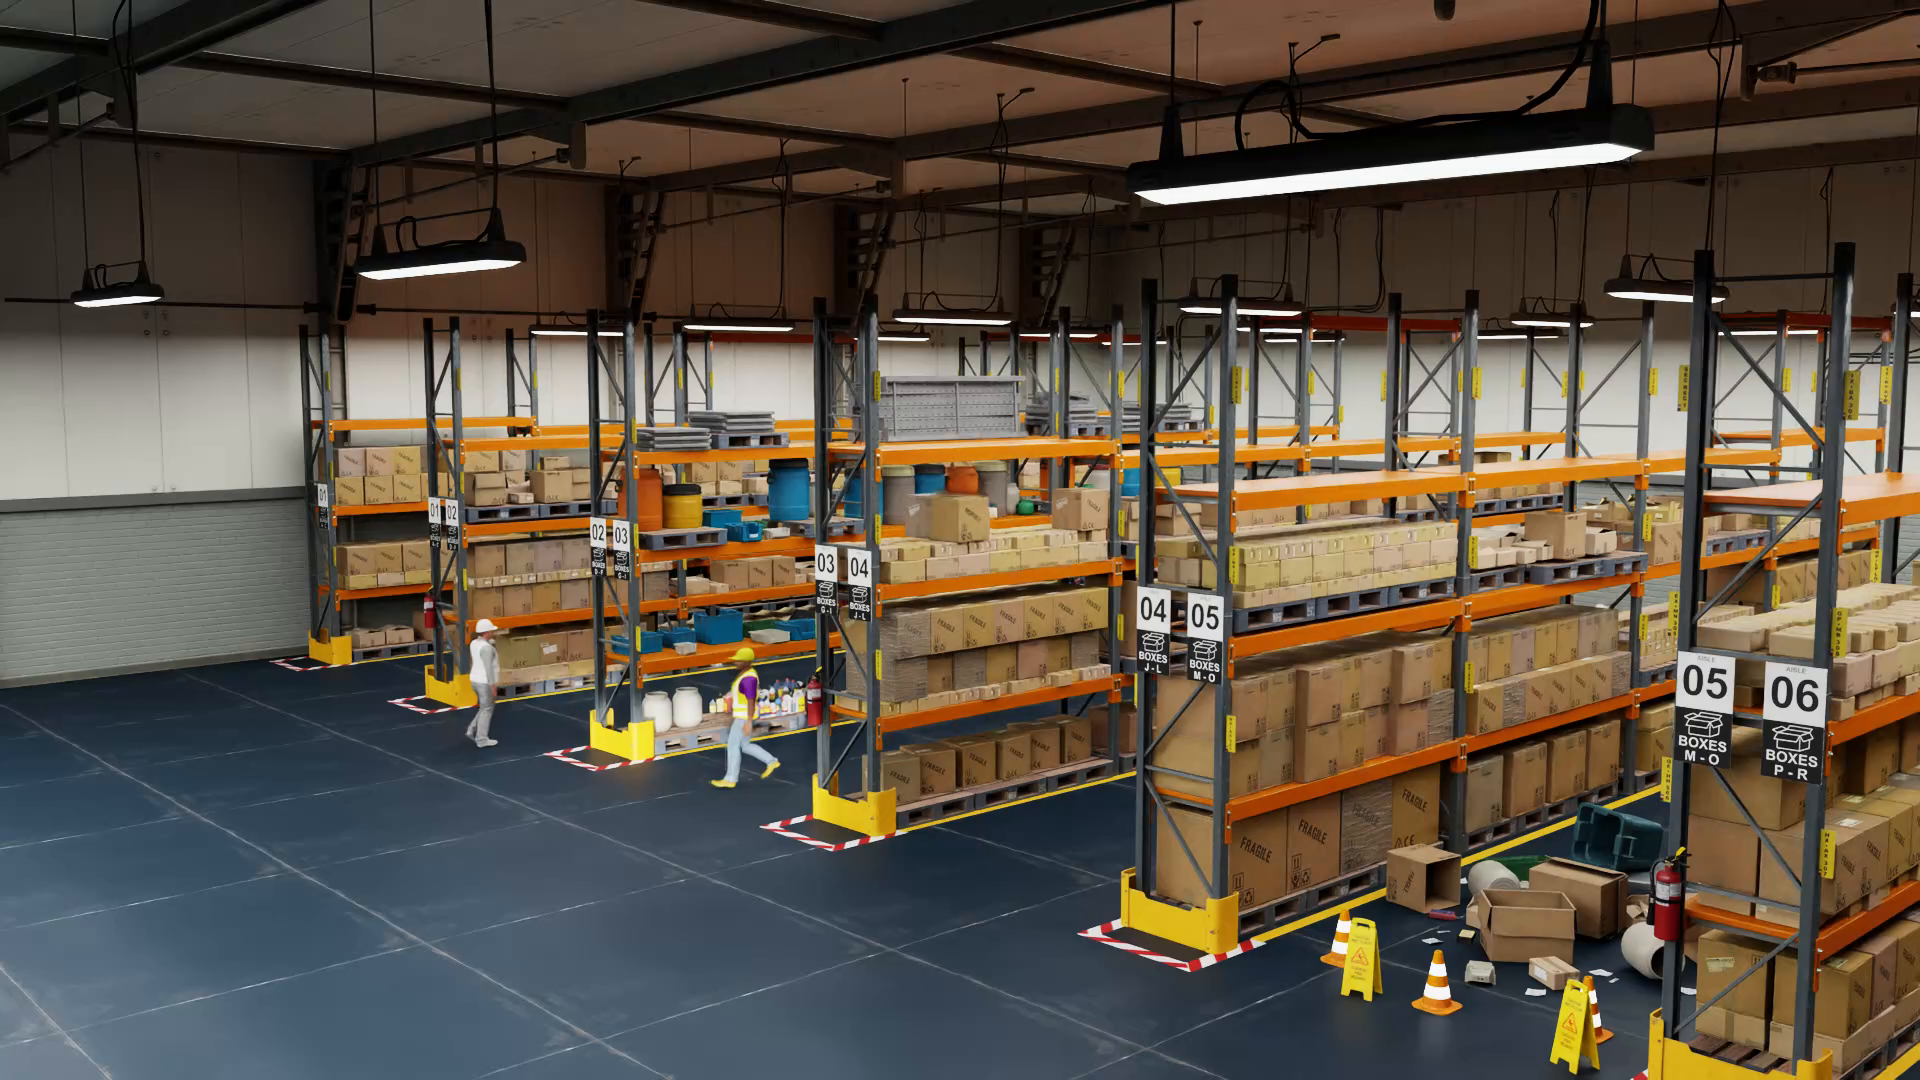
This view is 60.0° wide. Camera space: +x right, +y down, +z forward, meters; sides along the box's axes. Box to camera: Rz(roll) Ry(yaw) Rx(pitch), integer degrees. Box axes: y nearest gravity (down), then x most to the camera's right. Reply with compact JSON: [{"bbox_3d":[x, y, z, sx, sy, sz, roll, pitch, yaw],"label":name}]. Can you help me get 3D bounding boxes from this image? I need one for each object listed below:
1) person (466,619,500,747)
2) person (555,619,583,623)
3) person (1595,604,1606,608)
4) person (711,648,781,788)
[{"bbox_3d":[-6.566,1.964,22.906,0.456,1.768,0.558,-5,7,-39],"label":"person"},{"bbox_3d":[-7.138,1.227,30.247,0.678,1.747,1.036,4,7,34],"label":"person"},{"bbox_3d":[9.400,1.803,24.582,1.069,1.722,0.603,-5,8,-40],"label":"person"},{"bbox_3d":[-2.675,2.201,20.719,0.878,1.746,0.620,-1,6,-8],"label":"person"}]
